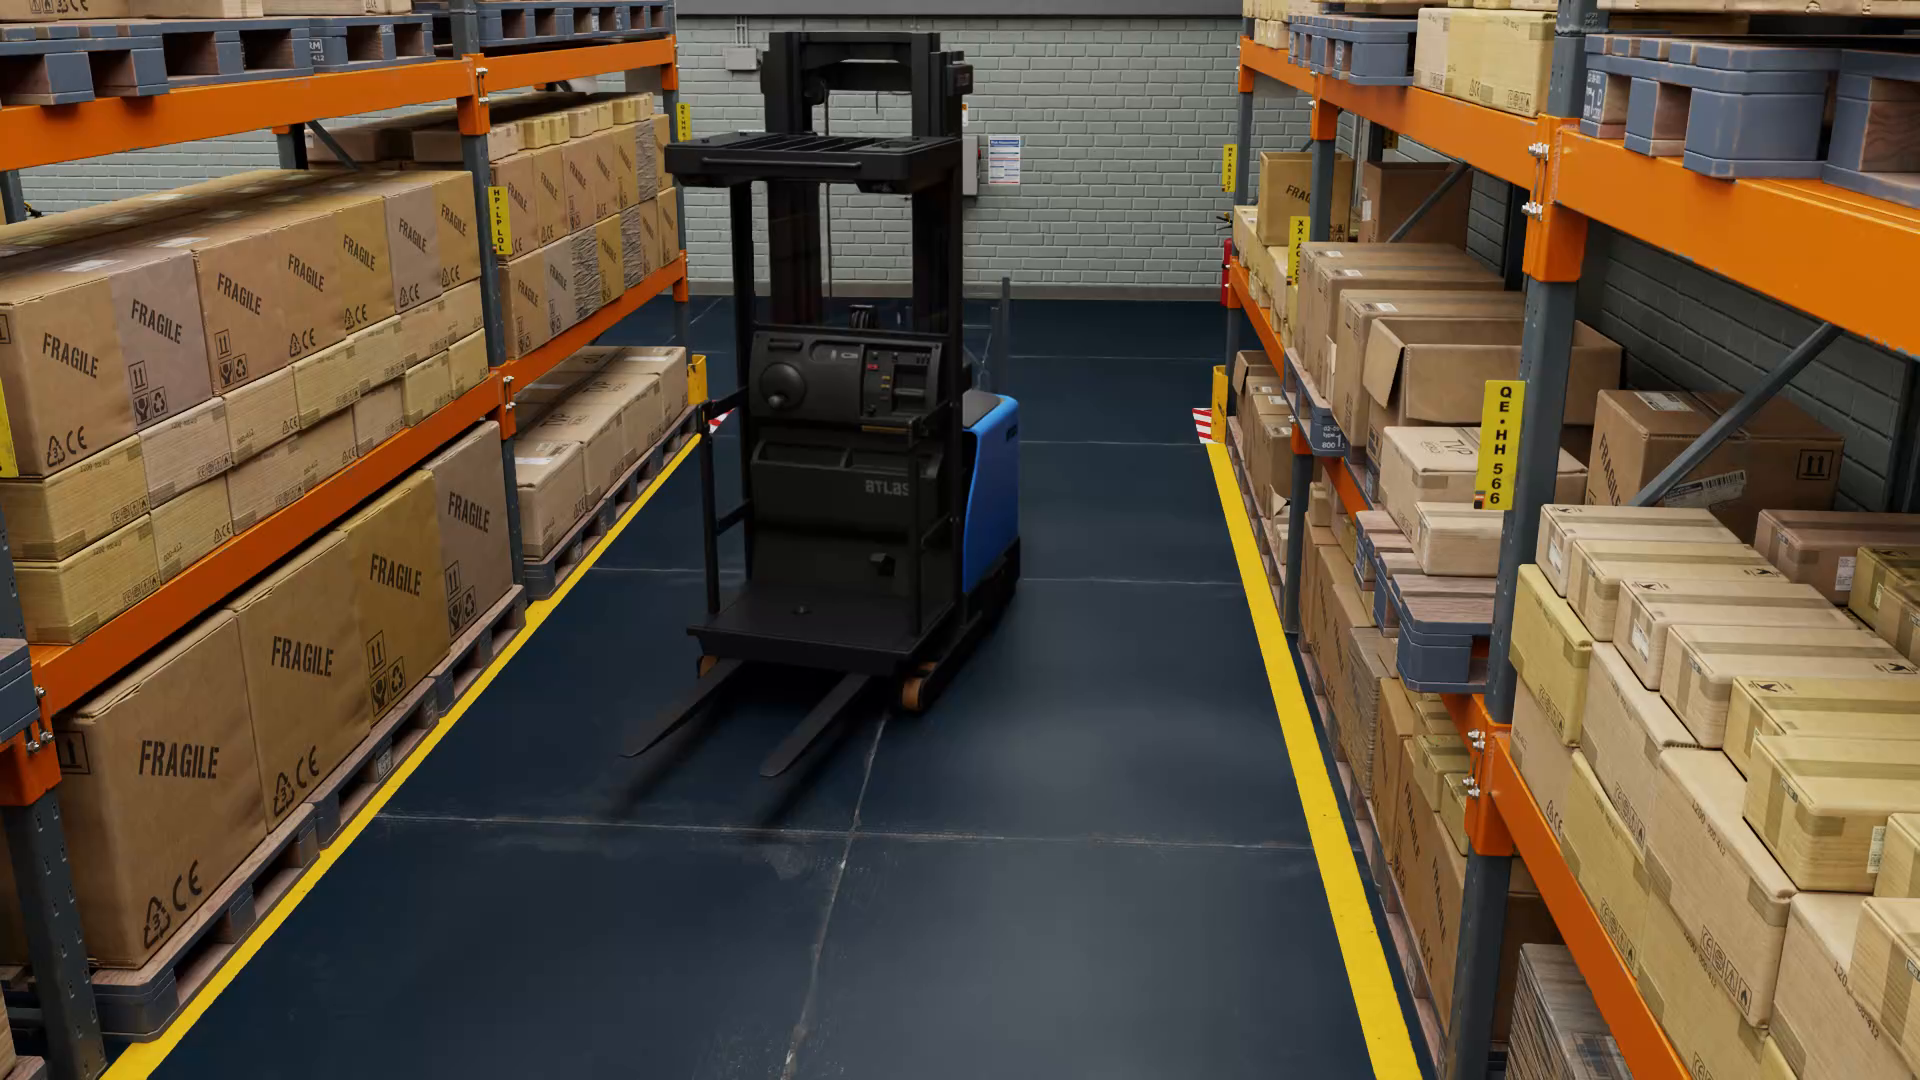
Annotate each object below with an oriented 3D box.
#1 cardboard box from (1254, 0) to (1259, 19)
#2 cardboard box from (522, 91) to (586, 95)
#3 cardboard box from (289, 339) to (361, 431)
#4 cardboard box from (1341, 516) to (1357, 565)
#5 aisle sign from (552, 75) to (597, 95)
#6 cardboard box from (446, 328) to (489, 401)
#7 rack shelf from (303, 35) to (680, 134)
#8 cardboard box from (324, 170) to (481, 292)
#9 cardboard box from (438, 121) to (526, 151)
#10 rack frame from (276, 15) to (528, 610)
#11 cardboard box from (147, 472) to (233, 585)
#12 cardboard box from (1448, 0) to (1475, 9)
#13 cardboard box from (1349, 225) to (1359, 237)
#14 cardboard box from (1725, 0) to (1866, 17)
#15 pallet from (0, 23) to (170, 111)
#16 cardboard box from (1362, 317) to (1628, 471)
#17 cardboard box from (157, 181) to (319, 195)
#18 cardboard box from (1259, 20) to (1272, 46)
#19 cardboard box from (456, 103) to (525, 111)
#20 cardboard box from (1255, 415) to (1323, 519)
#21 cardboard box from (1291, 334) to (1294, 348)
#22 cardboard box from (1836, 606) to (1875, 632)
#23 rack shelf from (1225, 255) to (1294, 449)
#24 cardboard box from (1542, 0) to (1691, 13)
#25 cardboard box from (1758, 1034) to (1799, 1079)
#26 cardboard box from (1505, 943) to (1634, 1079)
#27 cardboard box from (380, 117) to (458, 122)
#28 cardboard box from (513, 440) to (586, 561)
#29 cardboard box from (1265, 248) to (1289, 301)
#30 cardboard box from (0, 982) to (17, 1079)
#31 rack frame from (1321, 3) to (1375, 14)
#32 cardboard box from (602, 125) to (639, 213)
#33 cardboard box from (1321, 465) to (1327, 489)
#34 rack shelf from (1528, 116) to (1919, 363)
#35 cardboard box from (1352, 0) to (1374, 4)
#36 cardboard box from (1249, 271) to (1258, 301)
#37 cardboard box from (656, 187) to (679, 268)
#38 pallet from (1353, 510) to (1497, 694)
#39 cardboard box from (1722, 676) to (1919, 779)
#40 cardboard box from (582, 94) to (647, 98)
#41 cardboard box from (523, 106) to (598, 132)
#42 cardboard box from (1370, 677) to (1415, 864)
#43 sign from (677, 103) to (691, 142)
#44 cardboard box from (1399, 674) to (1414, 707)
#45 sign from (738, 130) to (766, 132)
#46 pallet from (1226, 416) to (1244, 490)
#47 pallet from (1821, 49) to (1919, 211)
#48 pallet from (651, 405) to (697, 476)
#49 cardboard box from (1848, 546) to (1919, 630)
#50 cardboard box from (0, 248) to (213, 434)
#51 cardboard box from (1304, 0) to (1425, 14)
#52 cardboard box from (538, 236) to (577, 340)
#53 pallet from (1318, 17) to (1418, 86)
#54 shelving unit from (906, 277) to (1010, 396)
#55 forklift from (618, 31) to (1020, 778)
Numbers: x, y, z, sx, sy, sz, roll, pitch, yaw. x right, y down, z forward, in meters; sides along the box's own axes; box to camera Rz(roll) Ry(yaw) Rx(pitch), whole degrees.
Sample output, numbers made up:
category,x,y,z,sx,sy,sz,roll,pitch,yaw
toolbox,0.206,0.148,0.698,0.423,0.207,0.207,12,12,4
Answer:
category,x,y,z,sx,sy,sz,roll,pitch,yaw
cardboard box,2.120,-3.398,10.423,0.500,0.250,0.500,2,18,5
cardboard box,-2.813,-3.029,11.543,0.380,0.149,0.250,2,18,5
cardboard box,-2.666,-0.608,6.401,0.500,0.250,0.500,2,18,5
cardboard box,1.912,0.003,7.396,0.380,0.149,0.250,0,18,1
aisle sign,-2.795,-3.567,11.816,0.394,0.787,0.004,1,18,4
cardboard box,-2.579,-0.844,7.923,0.500,0.250,0.500,1,18,3
rack shelf,-2.655,-2.765,9.882,1.077,0.370,4.000,1,18,4
cardboard box,-2.580,-1.439,7.730,0.500,0.500,0.500,2,18,6
cardboard box,-2.538,-2.144,8.840,0.380,0.149,0.250,1,18,3
rack frame,-2.798,-1.060,8.342,1.000,3.000,0.127,1,18,4
cardboard box,-2.780,-0.053,5.508,0.500,0.250,0.500,1,18,2
cardboard box,1.770,-1.767,5.280,0.380,0.149,0.250,2,18,6
cardboard box,2.593,-1.801,10.364,0.500,0.250,0.500,2,18,6
cardboard box,1.635,-1.050,2.497,0.700,0.500,0.500,1,18,3
pallet,-3.091,-1.355,4.727,1.213,0.211,1.003,2,18,6
cardboard box,1.799,-0.468,5.694,0.797,0.503,0.637,1,18,3
cardboard box,-3.125,-1.294,7.289,0.500,0.500,0.500,1,18,4
cardboard box,2.025,-3.087,10.114,0.380,0.149,0.250,1,18,4
cardboard box,-2.921,-2.627,10.315,0.380,0.149,0.250,1,18,4
cardboard box,2.127,-0.430,9.758,0.700,0.500,0.500,1,18,2
cardboard box,1.921,-1.017,8.614,0.380,0.149,0.250,2,18,5
cardboard box,2.111,0.271,3.717,0.500,0.250,0.500,2,18,5
rack shelf,2.297,-1.230,10.015,1.077,0.370,4.000,1,18,4
cardboard box,1.652,-1.368,4.063,0.380,0.149,0.250,2,18,5
cardboard box,1.481,0.973,2.379,0.500,0.250,0.500,2,18,6
cardboard box,1.808,1.414,3.930,0.875,0.625,0.625,2,18,6
cardboard box,-2.938,-2.230,9.103,0.380,0.149,0.250,1,18,3
cardboard box,-2.646,-0.235,9.263,0.875,0.438,0.875,1,18,3
cardboard box,2.016,-1.495,9.431,0.500,0.250,0.500,1,18,4
cardboard box,-3.135,1.406,4.359,0.950,0.372,0.625,0,18,0
rack frame,2.153,-3.802,7.073,1.000,3.000,0.127,1,18,4
cardboard box,-2.355,-2.354,10.523,0.500,0.500,0.500,1,18,4
cardboard box,1.923,-0.305,7.858,0.380,0.149,0.250,1,18,3
rack shelf,1.723,-0.171,1.965,1.077,0.370,4.000,1,18,4
cardboard box,1.637,-2.024,6.034,0.380,0.149,0.250,2,18,5
cardboard box,2.001,-1.579,10.327,0.380,0.149,0.250,1,18,2
cardboard box,-2.282,-2.194,11.642,0.500,0.500,0.500,1,18,4
pallet,1.845,0.171,4.893,1.213,0.211,1.003,1,18,4
cardboard box,1.545,0.352,2.830,0.380,0.149,0.250,1,18,5
cardboard box,-2.331,-2.938,11.265,0.380,0.149,0.250,2,18,5
cardboard box,-2.411,-2.539,10.046,0.380,0.149,0.250,2,18,6
cardboard box,1.764,0.826,5.925,0.500,0.500,0.500,2,18,6
sign,-1.971,-2.949,11.866,0.100,0.325,0.005,1,18,4
cardboard box,1.782,0.488,5.915,0.380,0.149,0.250,1,18,3
sign,-2.174,-4.203,17.499,0.327,0.218,0.001,1,18,4
pallet,2.378,-0.597,11.405,1.003,0.211,1.213,1,18,4
pallet,1.830,-0.484,2.069,1.003,0.211,1.213,2,18,6
pallet,-2.491,-0.727,11.804,1.003,0.211,1.213,1,18,4
cardboard box,2.138,0.125,3.521,0.380,0.149,0.250,2,18,5
cardboard box,-2.780,-0.643,5.301,0.500,0.500,0.500,1,18,4
cardboard box,1.938,-2.602,7.992,0.500,0.250,0.500,1,18,4
cardboard box,-2.463,-1.404,9.230,0.500,0.500,0.500,1,18,4
pallet,1.965,-1.764,5.973,1.213,0.211,1.003,1,18,4
shelving unit,0.003,-0.693,9.629,0.538,1.500,1.048,1,18,4
forklift,-0.595,-0.748,7.498,1.130,2.935,3.031,5,19,16
